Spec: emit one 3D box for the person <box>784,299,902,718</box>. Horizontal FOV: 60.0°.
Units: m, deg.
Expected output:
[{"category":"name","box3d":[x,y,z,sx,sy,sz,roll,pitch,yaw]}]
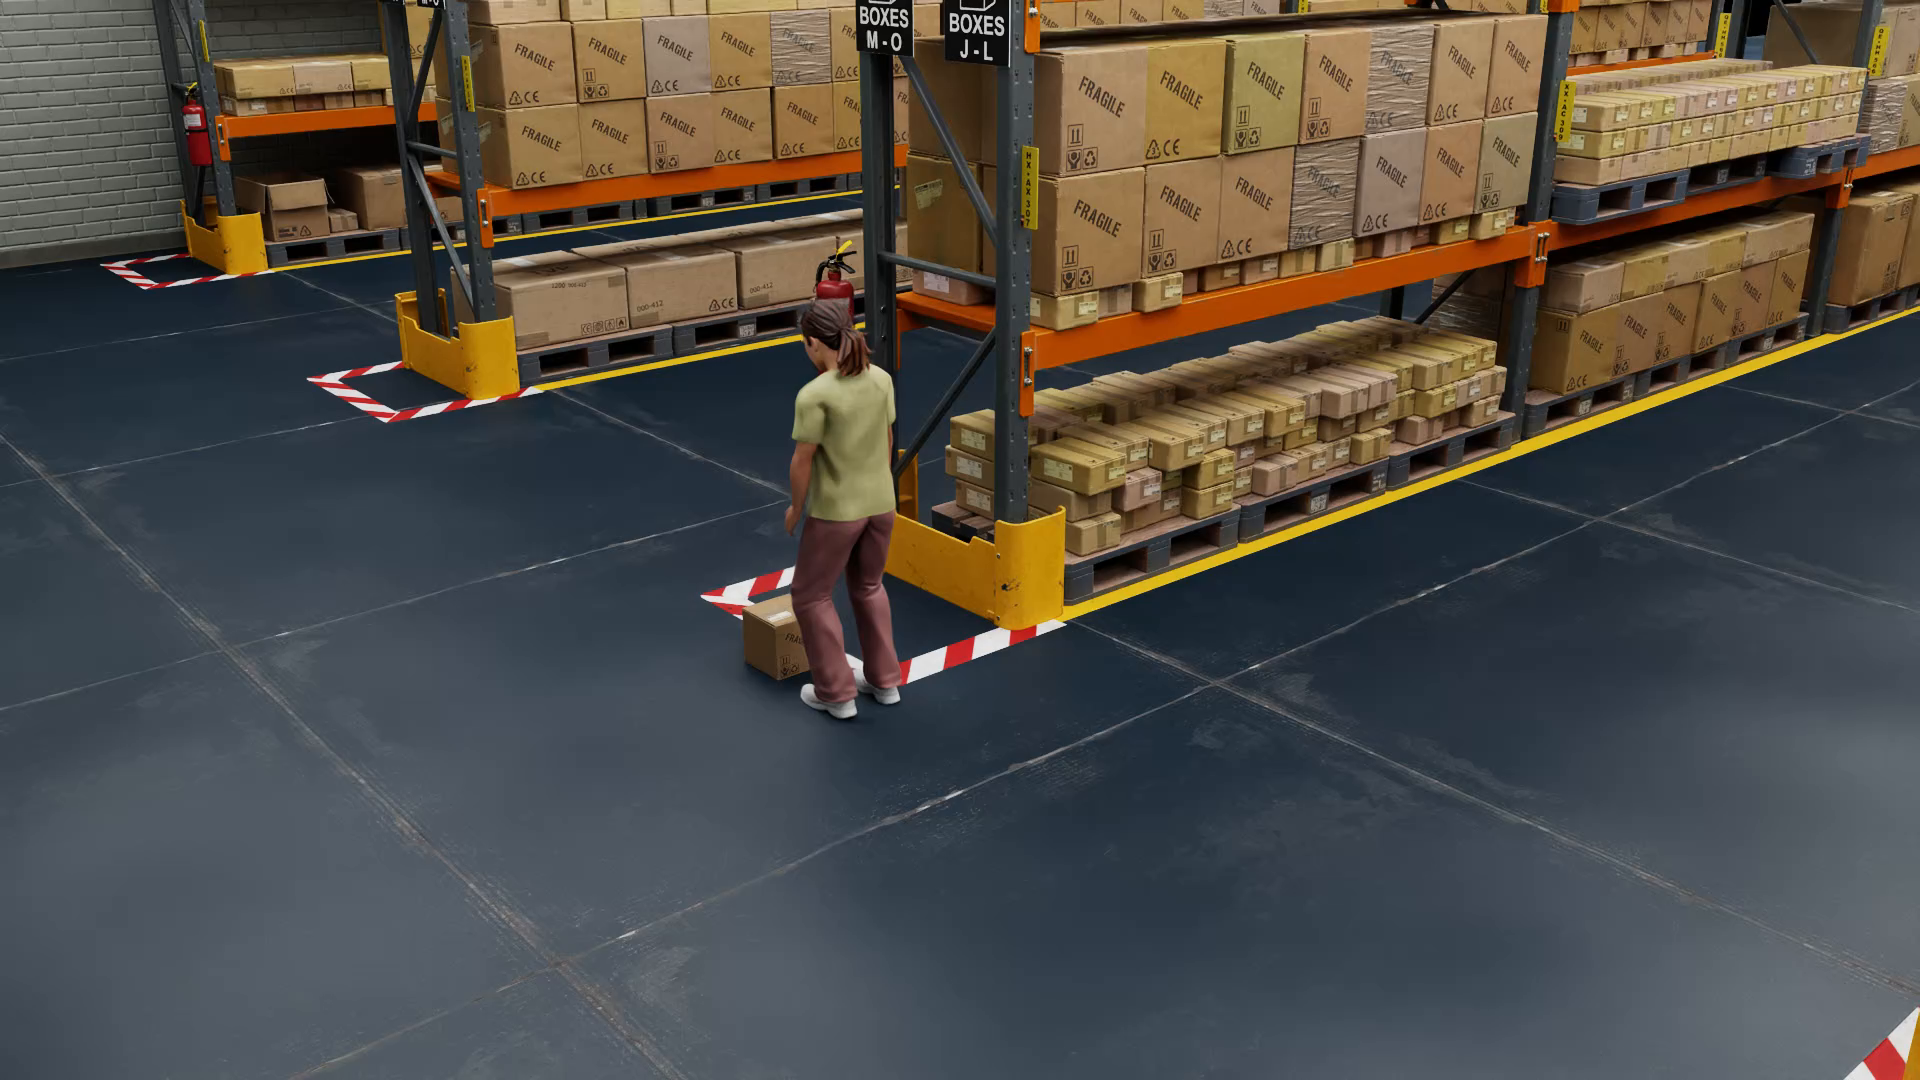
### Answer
[{"category":"person","box3d":[-0.458,-0.097,6.420,0.463,1.624,0.354,-16,26,-36]}]
